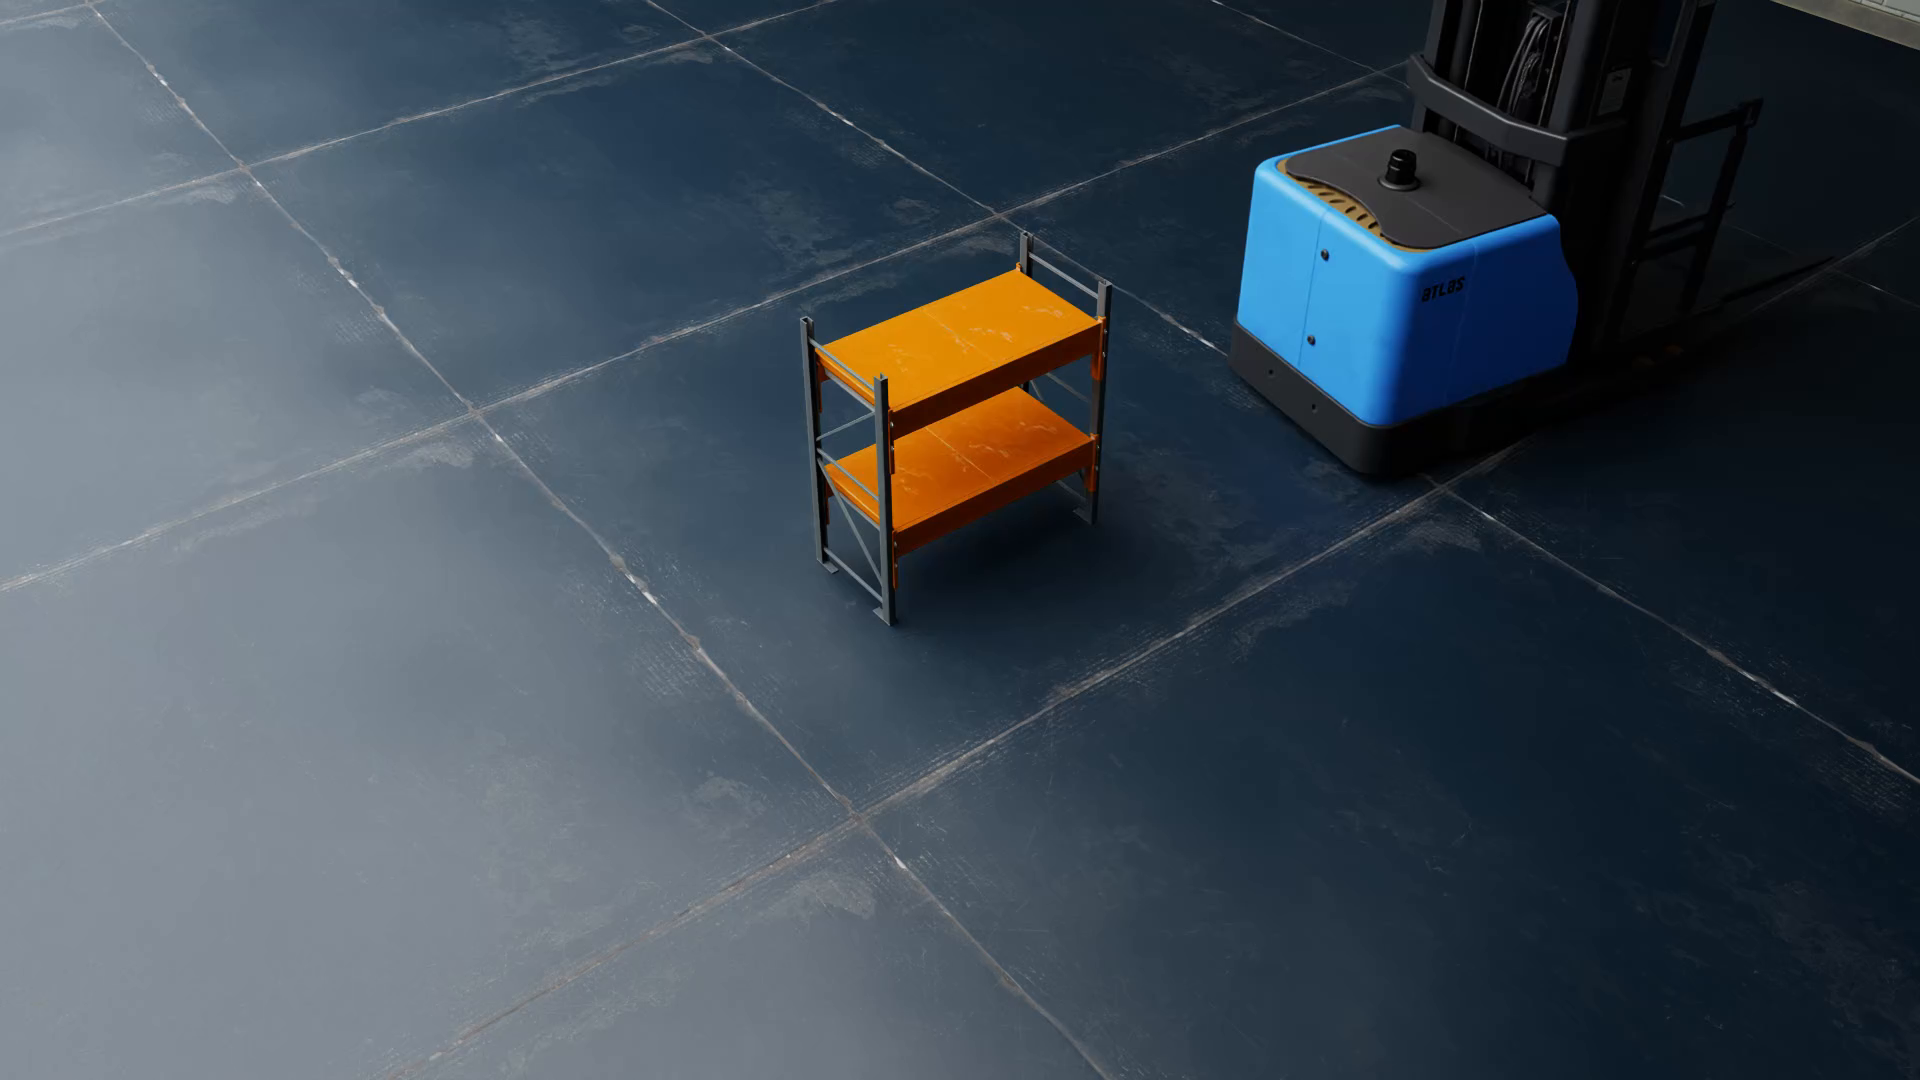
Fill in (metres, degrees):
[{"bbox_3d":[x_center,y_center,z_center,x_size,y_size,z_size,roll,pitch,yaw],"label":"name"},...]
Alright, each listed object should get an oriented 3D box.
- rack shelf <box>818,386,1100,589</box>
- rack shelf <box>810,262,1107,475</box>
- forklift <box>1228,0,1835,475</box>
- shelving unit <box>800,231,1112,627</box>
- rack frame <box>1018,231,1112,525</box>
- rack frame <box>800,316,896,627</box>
[{"bbox_3d":[-0.005,-0.243,6.545,1.000,0.278,0.538,-26,46,-28],"label":"rack shelf"},{"bbox_3d":[-0.005,-0.659,6.204,1.000,0.278,0.538,-26,46,-28],"label":"rack shelf"},{"bbox_3d":[2.772,-2.078,6.972,3.031,2.935,1.130,-19,43,-22],"label":"forklift"},{"bbox_3d":[-0.005,-0.432,6.390,1.048,1.125,0.538,-26,46,-28],"label":"shelving unit"},{"bbox_3d":[0.398,-0.629,6.630,0.032,1.125,0.500,-26,46,-28],"label":"rack frame"},{"bbox_3d":[-0.408,-0.236,6.151,0.032,1.125,0.500,-26,46,-28],"label":"rack frame"}]
